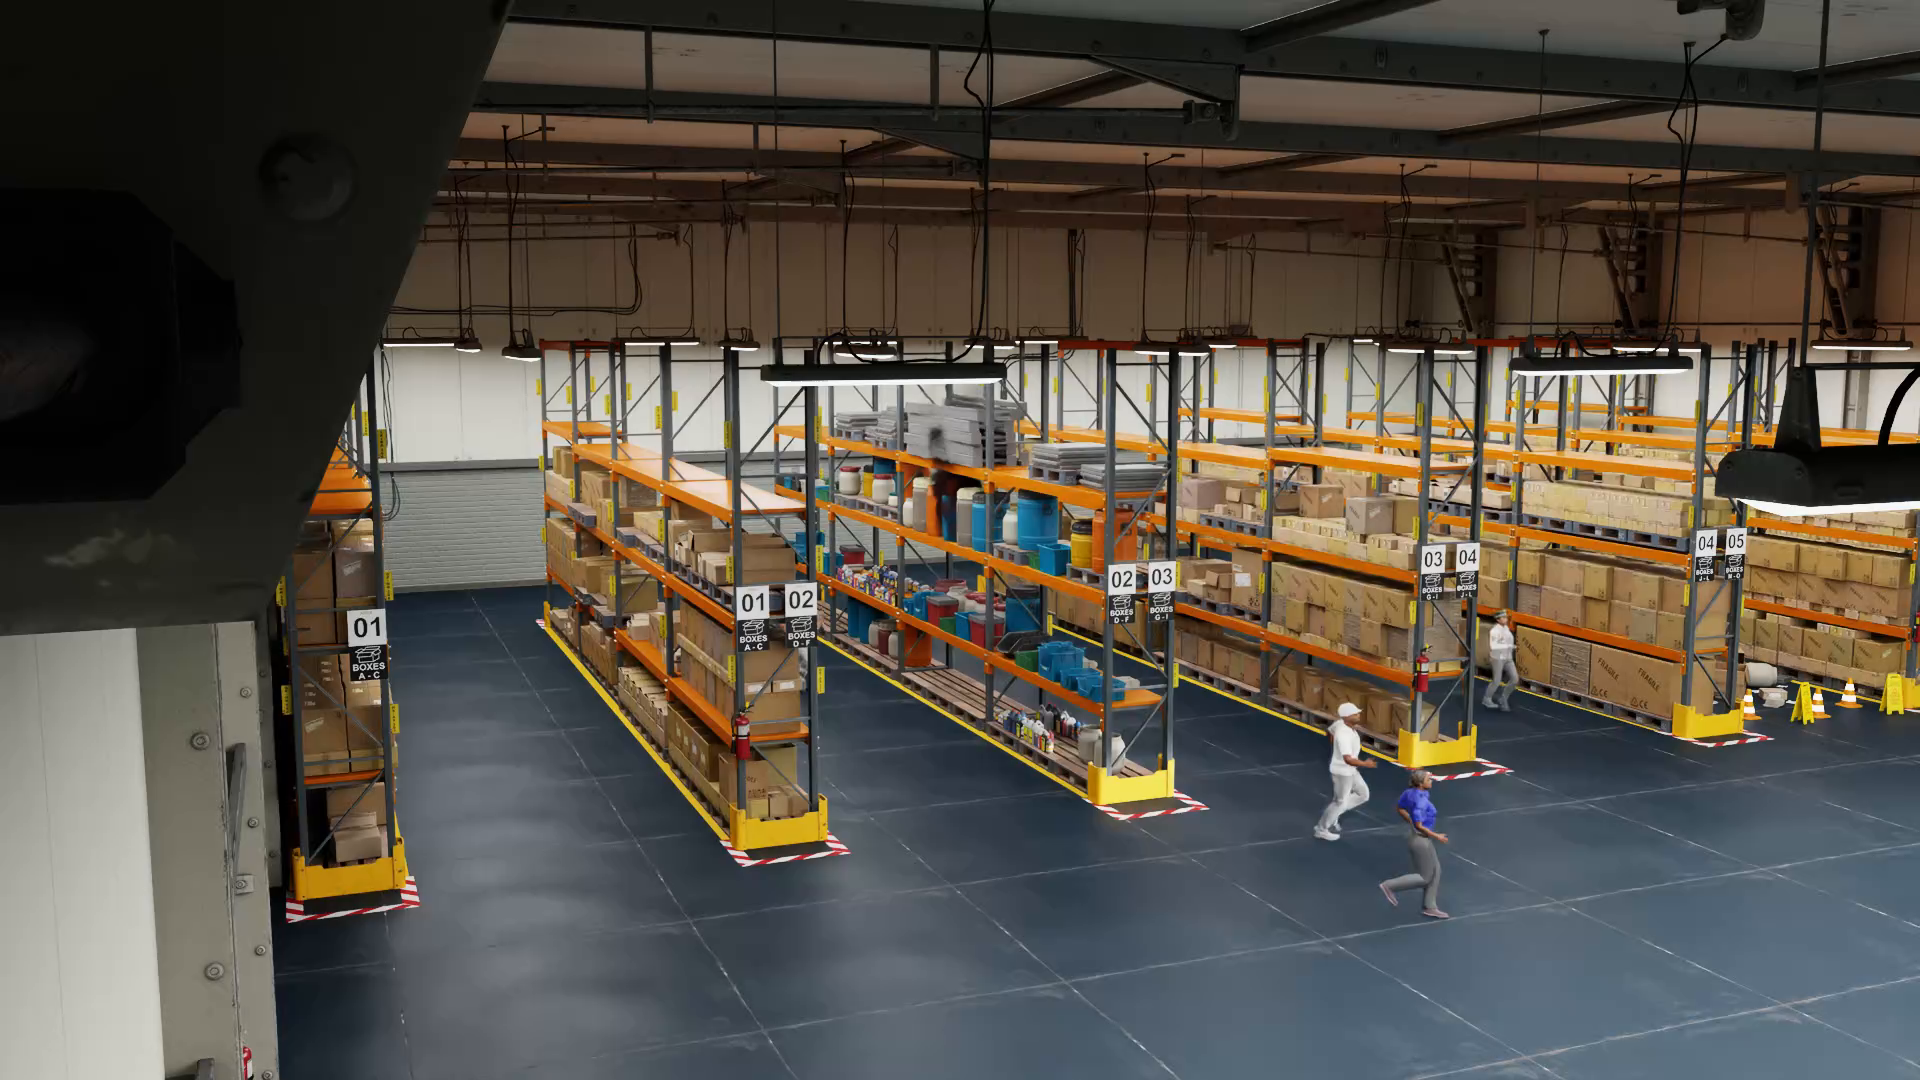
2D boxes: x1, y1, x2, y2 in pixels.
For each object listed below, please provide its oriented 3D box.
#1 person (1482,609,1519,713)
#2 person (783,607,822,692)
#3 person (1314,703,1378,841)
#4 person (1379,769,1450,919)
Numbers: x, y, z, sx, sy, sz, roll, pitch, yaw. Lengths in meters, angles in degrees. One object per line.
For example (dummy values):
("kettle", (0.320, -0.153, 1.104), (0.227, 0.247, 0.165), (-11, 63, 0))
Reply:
("person", (8.870, 1.978, 27.161), (0.592, 1.723, 0.659), (-5, 9, -33))
("person", (-2.654, 1.722, 28.671), (0.641, 1.784, 0.698), (-5, 9, -35))
("person", (4.750, 2.825, 20.406), (0.745, 1.717, 0.728), (2, 8, 16))
("person", (4.863, 3.243, 17.765), (0.768, 1.640, 0.588), (0, 7, 2))
